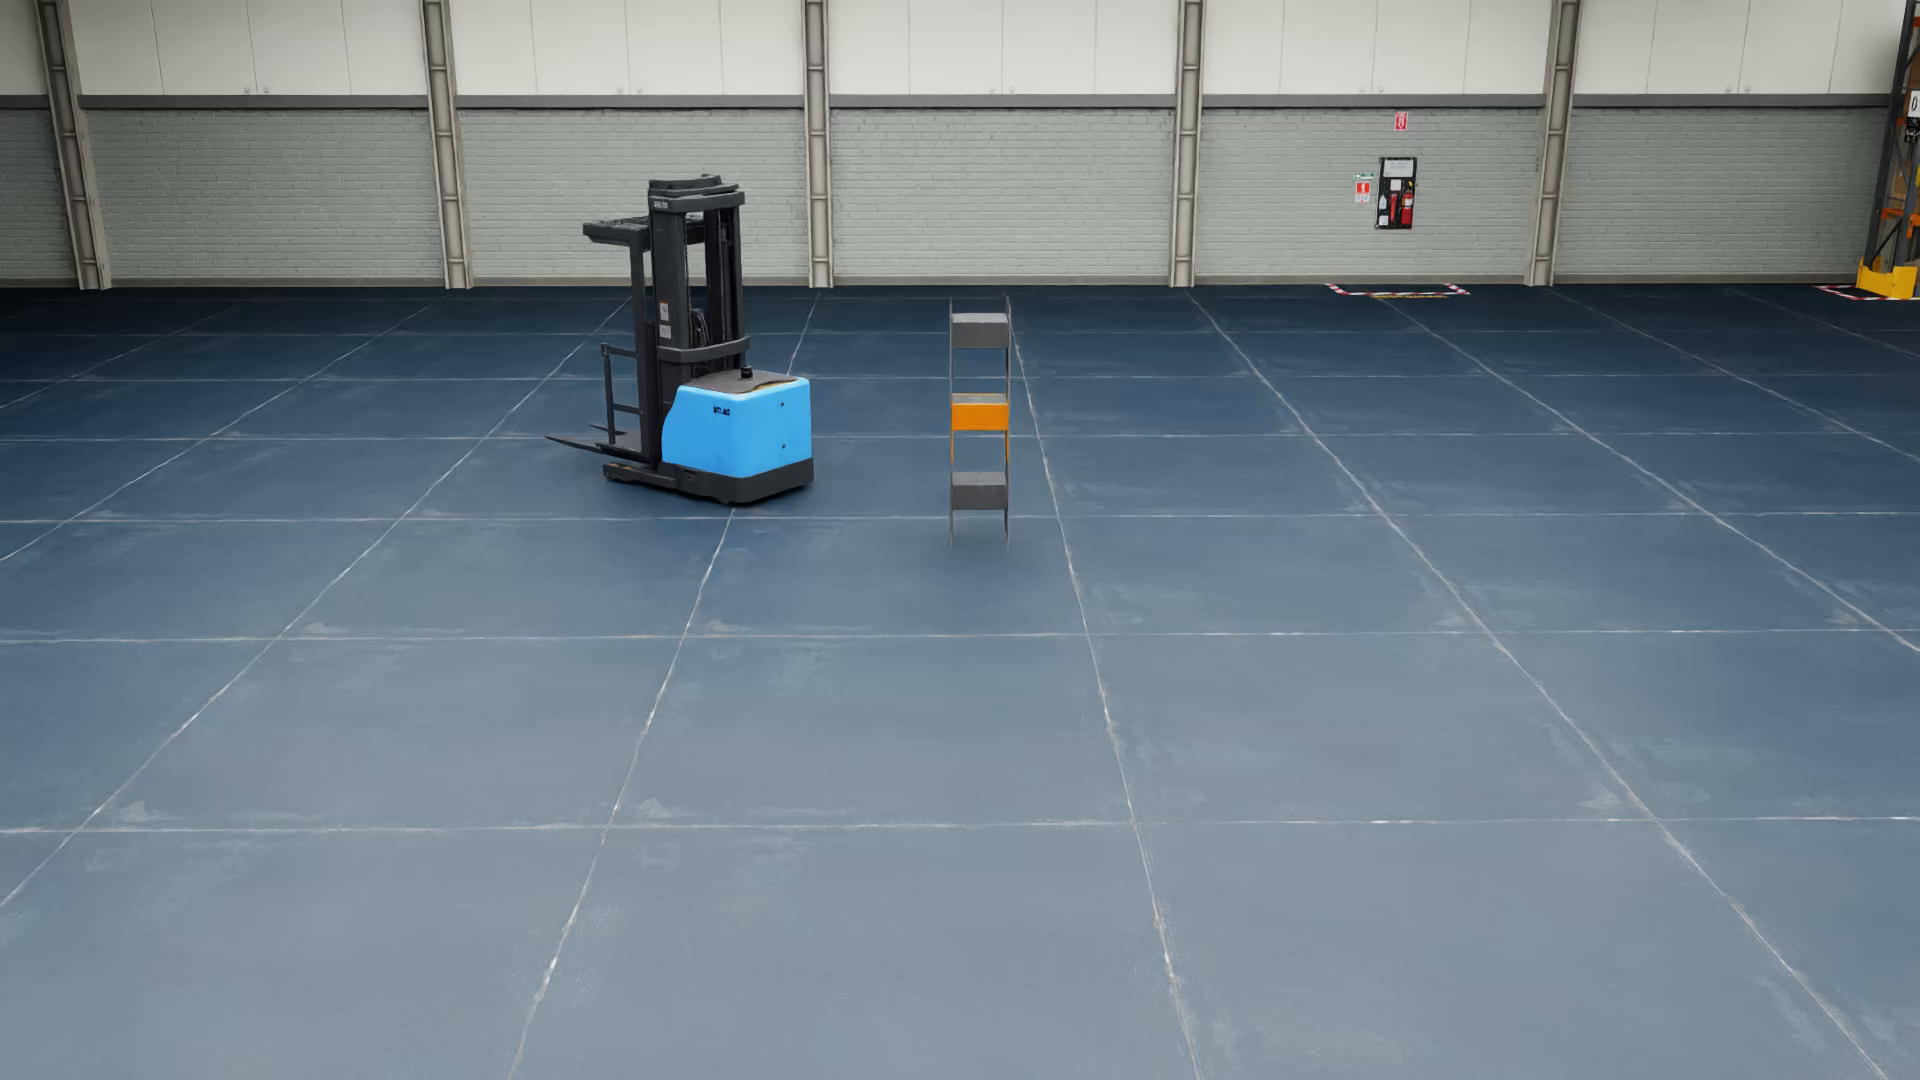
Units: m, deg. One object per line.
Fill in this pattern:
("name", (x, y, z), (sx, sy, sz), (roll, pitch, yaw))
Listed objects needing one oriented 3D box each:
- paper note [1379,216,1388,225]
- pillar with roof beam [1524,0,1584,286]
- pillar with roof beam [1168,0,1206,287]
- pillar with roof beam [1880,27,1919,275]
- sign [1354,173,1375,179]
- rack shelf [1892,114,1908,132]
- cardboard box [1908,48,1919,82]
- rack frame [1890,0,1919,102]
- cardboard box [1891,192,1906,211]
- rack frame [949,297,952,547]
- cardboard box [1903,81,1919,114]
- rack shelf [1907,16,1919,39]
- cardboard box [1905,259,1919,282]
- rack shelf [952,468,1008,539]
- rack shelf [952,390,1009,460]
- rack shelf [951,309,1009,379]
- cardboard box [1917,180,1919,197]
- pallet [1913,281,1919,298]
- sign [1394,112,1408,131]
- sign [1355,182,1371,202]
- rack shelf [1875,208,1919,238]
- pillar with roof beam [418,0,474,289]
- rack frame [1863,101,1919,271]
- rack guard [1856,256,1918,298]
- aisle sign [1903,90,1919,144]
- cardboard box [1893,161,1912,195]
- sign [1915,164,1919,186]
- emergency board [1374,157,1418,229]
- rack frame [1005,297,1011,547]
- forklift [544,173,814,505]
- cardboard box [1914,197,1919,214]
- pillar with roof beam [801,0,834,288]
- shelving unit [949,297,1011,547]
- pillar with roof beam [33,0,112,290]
("paper note", (7.044, -5.312, 27.639), (0.142, 0.148, 0.016), (0, 18, -1))
("pillar with roof beam", (9.761, -7.253, 22.427), (0.400, 9.000, 9.100), (0, 18, -1))
("pillar with roof beam", (3.762, -7.225, 22.337), (0.400, 9.000, 9.100), (0, 18, -1))
("pillar with roof beam", (15.761, -7.282, 22.517), (0.400, 9.000, 9.100), (0, 18, -1))
("sign", (6.672, -6.007, 27.436), (0.331, 0.109, 0.001), (0, 18, -1))
("rack shelf", (17.006, -6.568, 26.380), (4.000, 0.370, 1.077), (0, 18, -1))
("cardboard box", (15.433, -7.516, 26.324), (0.500, 0.500, 0.500), (1, 18, 2))
("rack frame", (15.006, -8.330, 25.782), (0.127, 3.000, 1.000), (0, 18, -1))
("cardboard box", (15.471, -5.473, 26.910), (0.500, 0.250, 0.500), (0, 18, 0))
("rack frame", (-0.078, -0.999, 14.226), (0.015, 2.100, 0.400), (0, 18, -1))
("cardboard box", (15.420, -7.038, 26.469), (0.500, 0.500, 0.500), (1, 18, 3))
("rack shelf", (17.006, -7.995, 25.922), (4.000, 0.370, 1.077), (0, 18, -1))
("cardboard box", (15.700, -4.378, 26.966), (0.500, 0.311, 0.500), (-2, 18, -7))
("rack shelf", (0.166, -0.321, 14.447), (0.480, 0.518, 0.431), (0, 18, -1))
("rack shelf", (0.166, -0.988, 14.233), (0.480, 0.518, 0.431), (0, 18, -1))
("rack shelf", (0.166, -1.654, 14.020), (0.480, 0.518, 0.431), (0, 18, -1))
("cardboard box", (15.489, -5.679, 26.324), (0.500, 0.500, 0.500), (0, 18, -1))
("pallet", (15.895, -4.139, 27.104), (1.213, 0.211, 1.003), (0, 18, -1))
("sign", (7.212, -6.846, 27.182), (0.199, 0.298, 0.001), (0, 18, -1))
("sign", (6.667, -5.757, 27.526), (0.234, 0.329, 0.001), (0, 18, -1))
("rack shelf", (17.006, -5.140, 26.838), (4.000, 0.370, 1.077), (0, 18, -1))
("pillar with roof beam", (-8.236, -7.167, 22.156), (0.400, 9.000, 9.100), (0, 18, -1))
("rack frame", (15.006, -5.473, 26.698), (0.127, 3.000, 1.000), (0, 18, -1))
("rack guard", (15.082, -4.283, 27.081), (0.348, 0.500, 1.175), (0, 18, -1))
("aisle sign", (14.939, -6.619, 26.014), (0.004, 0.787, 0.394), (0, 18, -1))
("cardboard box", (15.474, -5.835, 26.813), (0.500, 0.500, 0.500), (0, 18, -1))
("sign", (15.015, -5.720, 26.049), (0.005, 0.325, 0.100), (0, 18, -1))
("emergency board", (7.222, -5.711, 27.441), (0.643, 1.169, 0.194), (0, 18, -1))
("rack frame", (0.409, -1.002, 14.233), (0.015, 2.100, 0.400), (0, 18, -1))
("forklift", (-2.897, -2.064, 16.184), (3.031, 2.935, 1.130), (13, 22, 35))
("cardboard box", (15.499, -5.317, 26.423), (0.500, 0.250, 0.500), (-1, 18, -2))
("pillar with roof beam", (-2.237, -7.196, 22.246), (0.400, 9.000, 9.100), (0, 18, -1))
("shelving unit", (0.166, -1.001, 14.229), (0.503, 2.100, 0.431), (0, 18, -1))
("pillar with roof beam", (-14.236, -7.138, 22.066), (0.400, 9.000, 9.100), (0, 18, -1))
